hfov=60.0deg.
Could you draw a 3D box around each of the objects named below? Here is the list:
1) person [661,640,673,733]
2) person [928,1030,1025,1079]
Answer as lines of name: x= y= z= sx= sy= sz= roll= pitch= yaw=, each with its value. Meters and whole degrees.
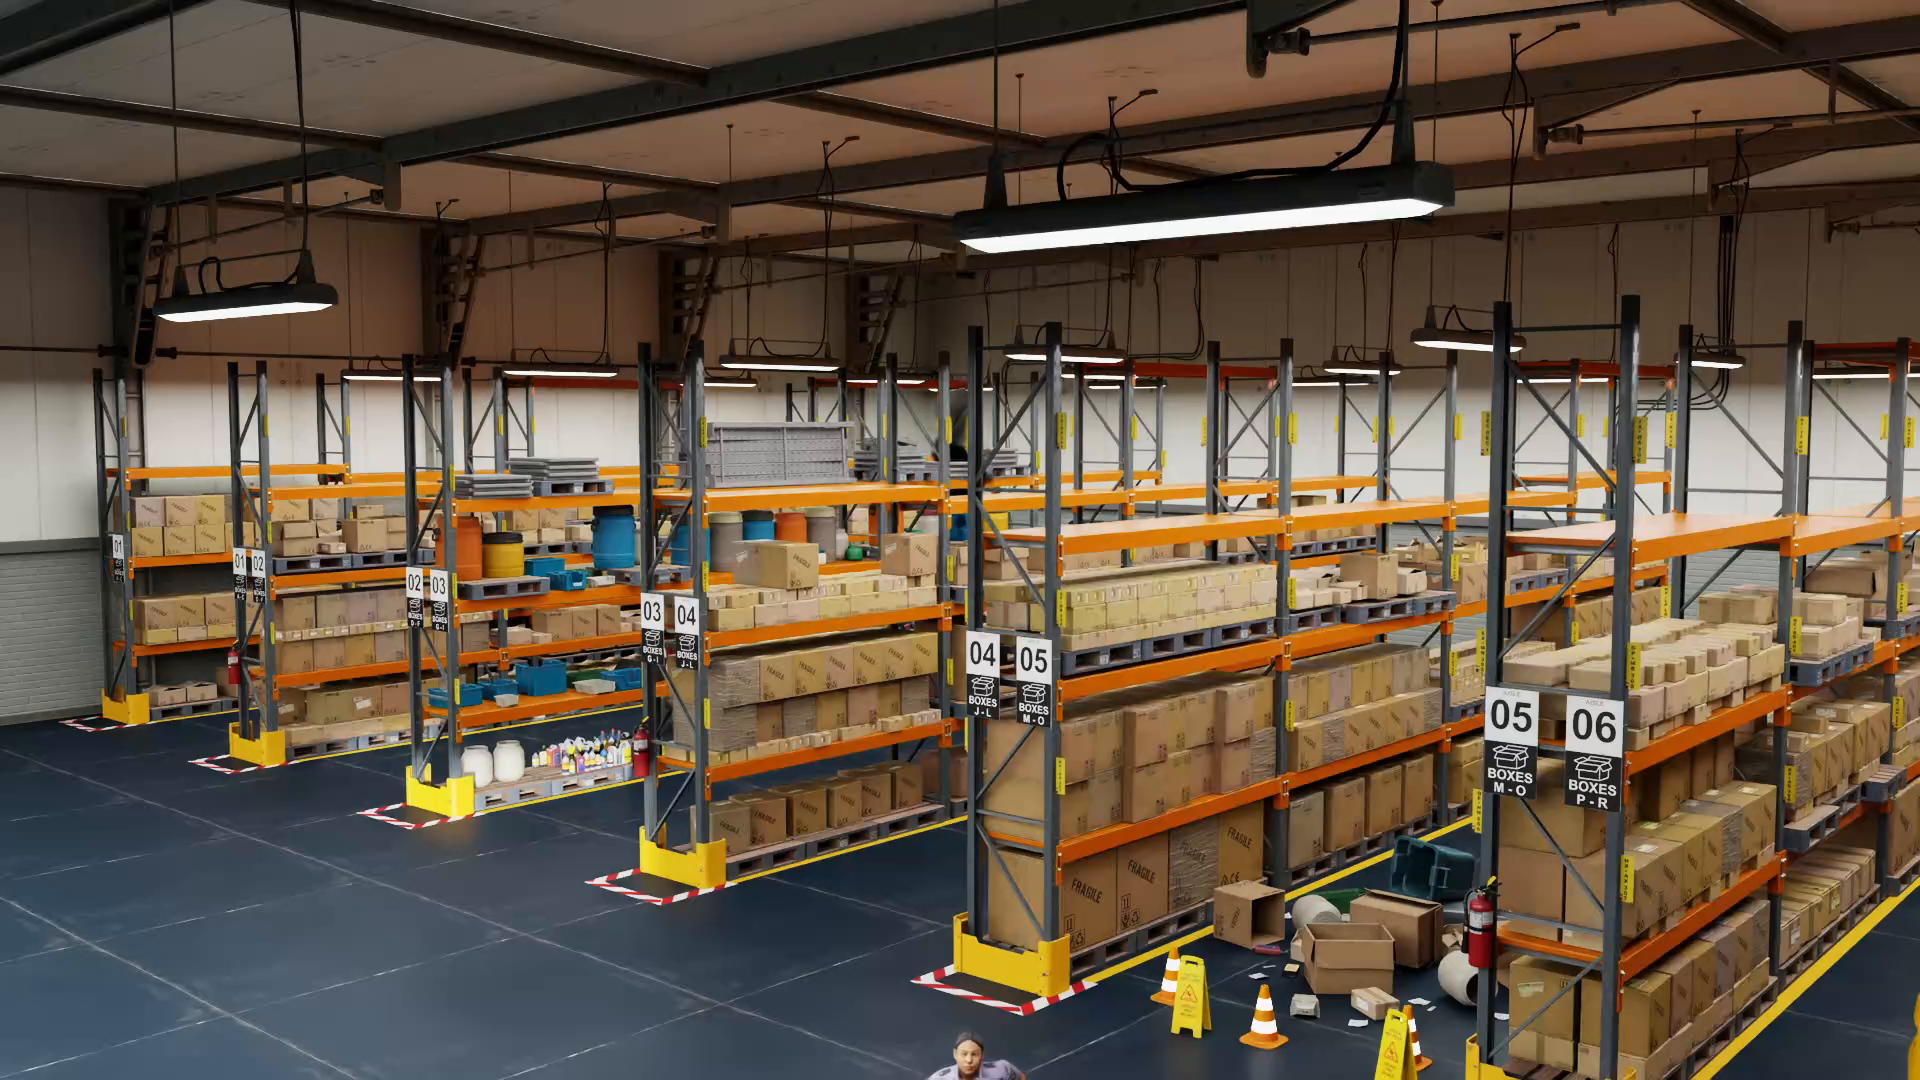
person: x=-4.865 y=2.282 z=27.341 sx=0.707 sy=1.745 sz=0.877 roll=2 pitch=5 yaw=26
person: x=0.073 y=3.649 z=9.709 sx=0.626 sy=1.673 sz=0.828 roll=0 pitch=4 yaw=2
